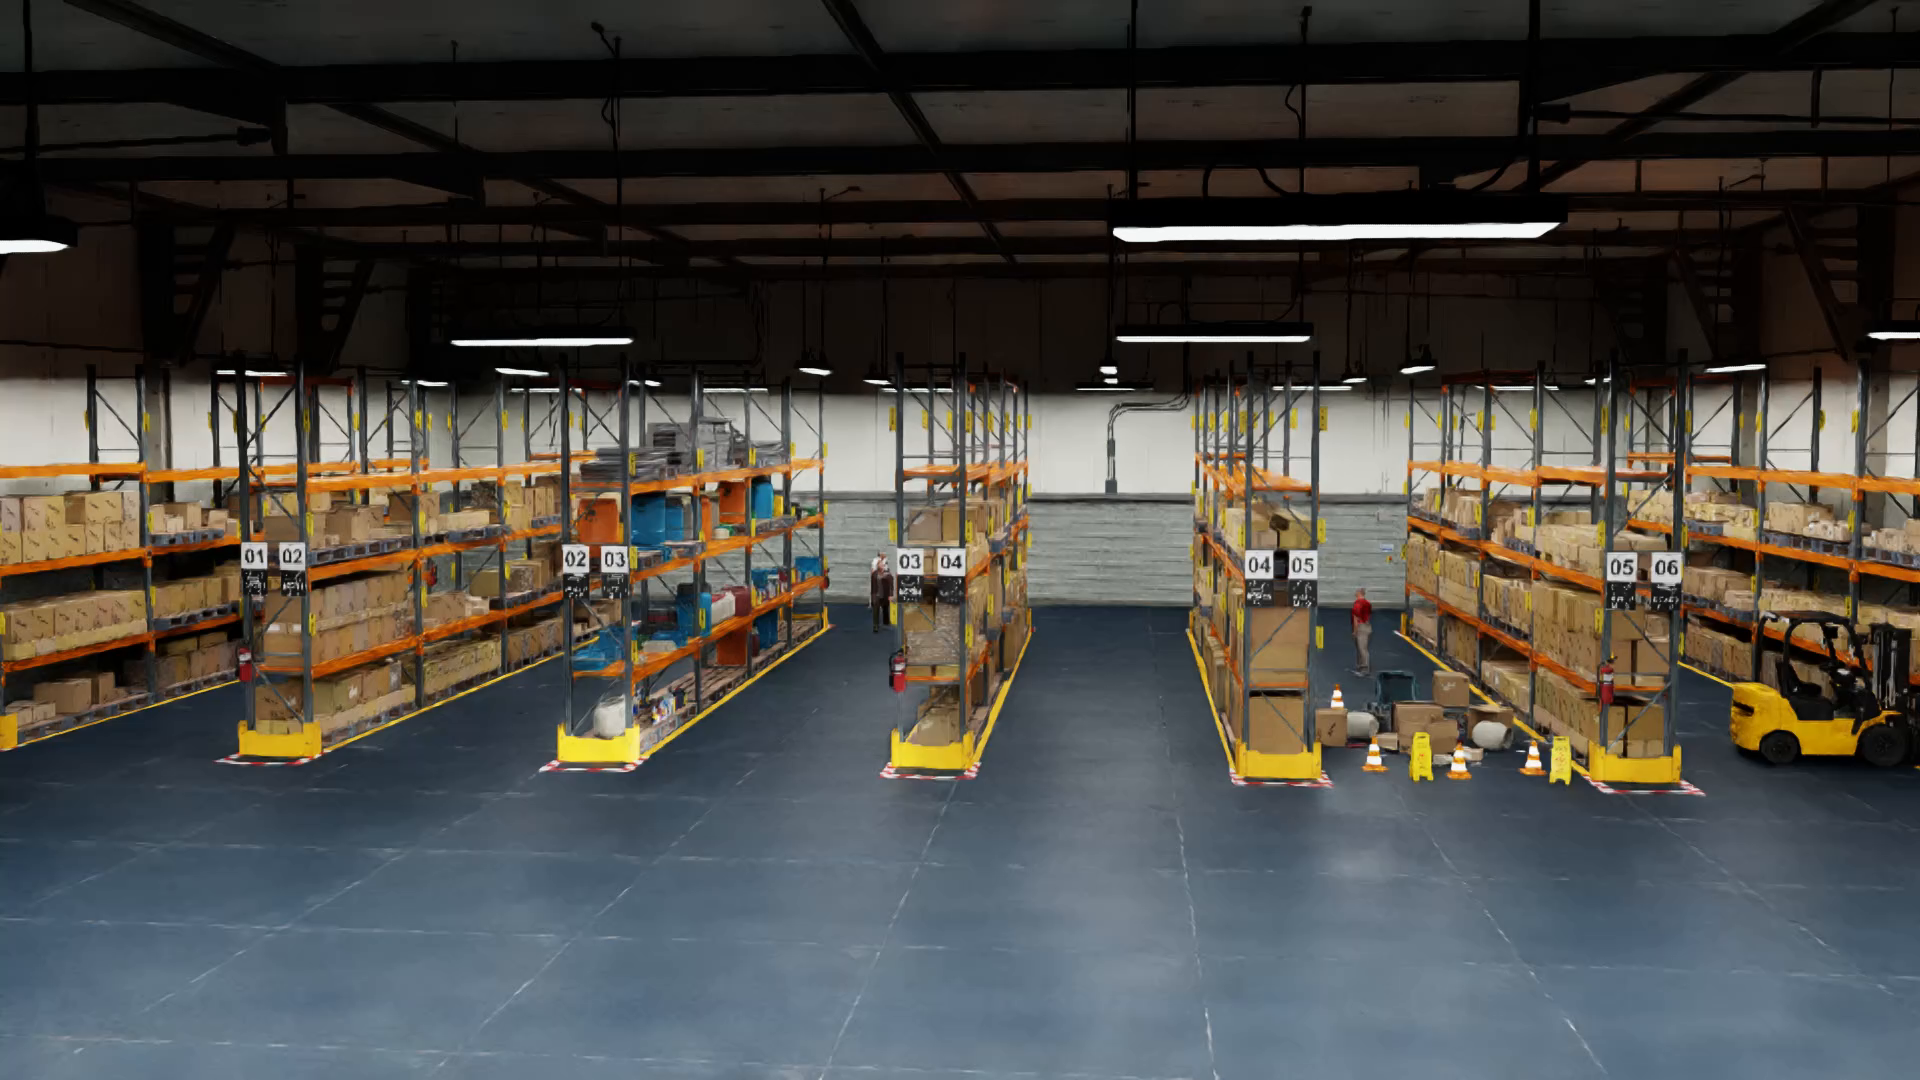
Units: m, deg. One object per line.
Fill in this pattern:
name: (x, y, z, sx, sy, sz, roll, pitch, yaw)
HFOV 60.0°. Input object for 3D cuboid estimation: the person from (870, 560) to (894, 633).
person: (-1.862, 1.323, 39.601, 0.603, 1.724, 1.111, 0, 4, 5)

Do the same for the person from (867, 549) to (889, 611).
person: (-2.181, 1.051, 44.112, 0.545, 1.650, 0.589, -2, 5, -31)

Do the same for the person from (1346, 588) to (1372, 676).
person: (7.881, 1.798, 32.833, 0.578, 1.714, 0.654, 3, 5, 33)
